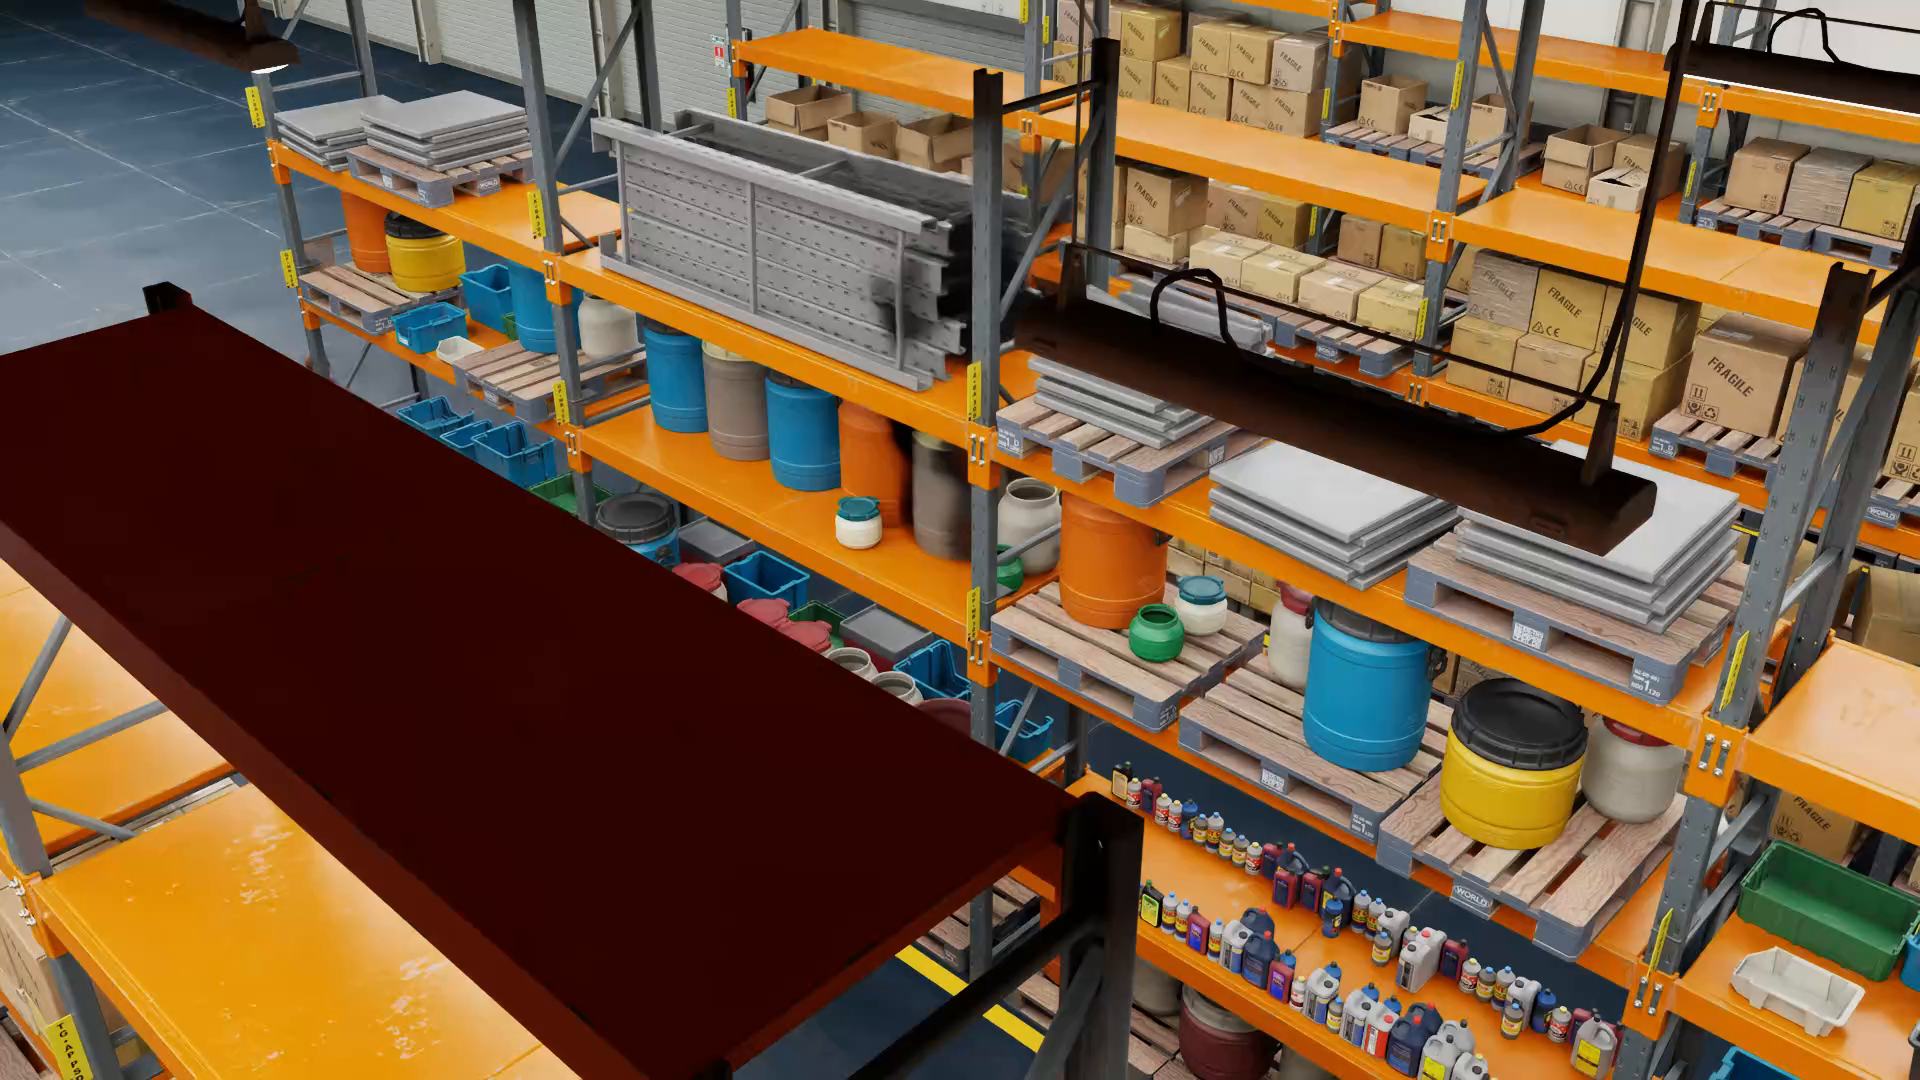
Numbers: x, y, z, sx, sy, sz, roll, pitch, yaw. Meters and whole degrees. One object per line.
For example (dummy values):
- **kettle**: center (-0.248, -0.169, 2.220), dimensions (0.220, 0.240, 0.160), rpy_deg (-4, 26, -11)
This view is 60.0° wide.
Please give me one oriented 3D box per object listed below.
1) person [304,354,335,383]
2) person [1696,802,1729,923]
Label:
- **person**: center (-6.382, -1.141, 16.674), dimensions (0.563, 1.570, 0.573), rpy_deg (-2, 29, -3)
- **person**: center (4.809, 2.110, 10.833), dimensions (0.773, 1.626, 0.576), rpy_deg (20, 35, 31)
